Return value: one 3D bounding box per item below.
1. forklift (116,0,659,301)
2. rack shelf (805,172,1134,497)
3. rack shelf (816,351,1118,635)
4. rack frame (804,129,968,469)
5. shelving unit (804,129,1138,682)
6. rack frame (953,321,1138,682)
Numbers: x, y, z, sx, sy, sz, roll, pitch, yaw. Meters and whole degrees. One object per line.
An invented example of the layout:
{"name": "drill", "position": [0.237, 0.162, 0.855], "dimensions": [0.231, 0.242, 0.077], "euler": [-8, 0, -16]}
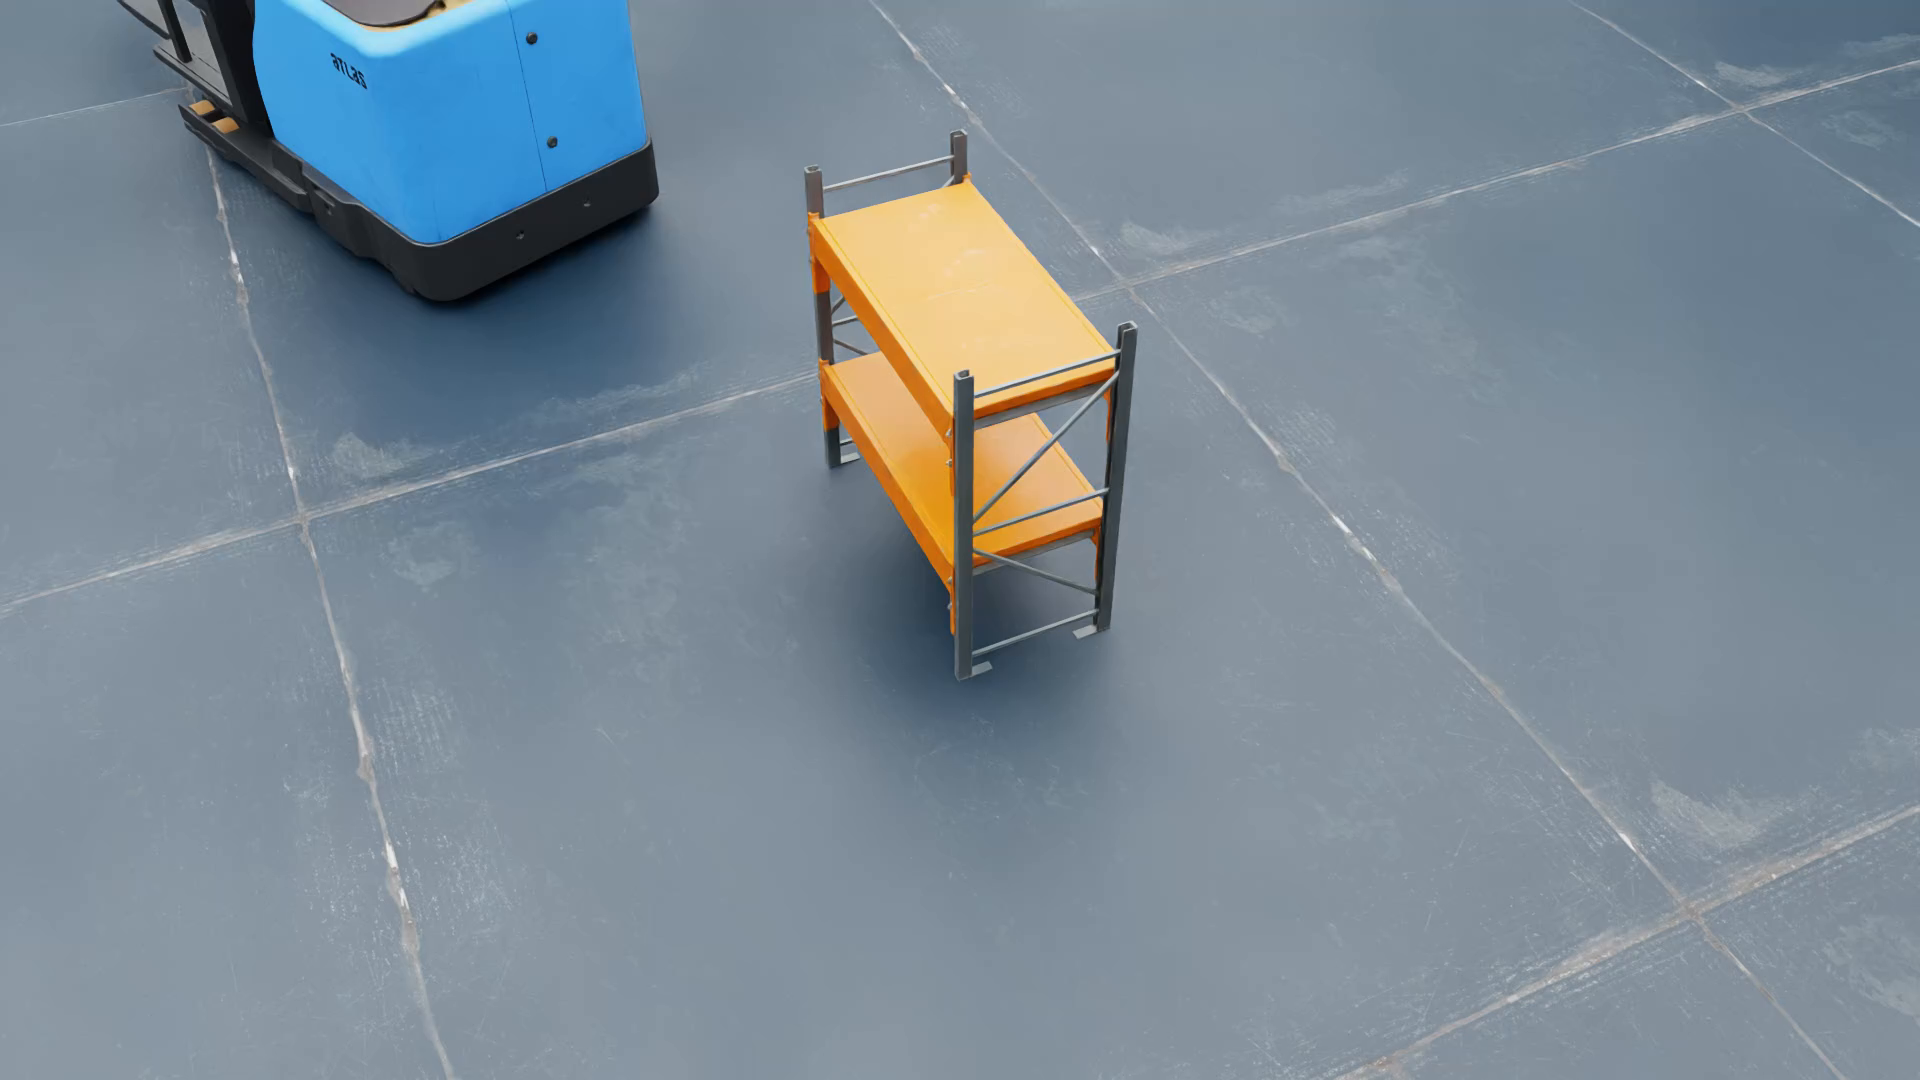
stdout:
{"name": "forklift", "position": [-2.581, -2.836, 6.038], "dimensions": [3.031, 2.935, 1.130], "euler": [35, 54, 30]}
{"name": "rack shelf", "position": [0.003, -0.604, 4.645], "dimensions": [0.538, 0.278, 1.000], "euler": [-18, 47, -17]}
{"name": "rack shelf", "position": [0.003, -0.222, 5.022], "dimensions": [0.538, 0.278, 1.000], "euler": [-18, 47, -17]}
{"name": "rack frame", "position": [-0.211, -0.720, 5.179], "dimensions": [0.500, 1.125, 0.032], "euler": [-18, 47, -17]}
{"name": "shelving unit", "position": [0.003, -0.396, 4.851], "dimensions": [0.538, 1.125, 1.048], "euler": [-18, 47, -17]}
{"name": "rack frame", "position": [0.217, -0.072, 4.522], "dimensions": [0.500, 1.125, 0.032], "euler": [-18, 47, -17]}
